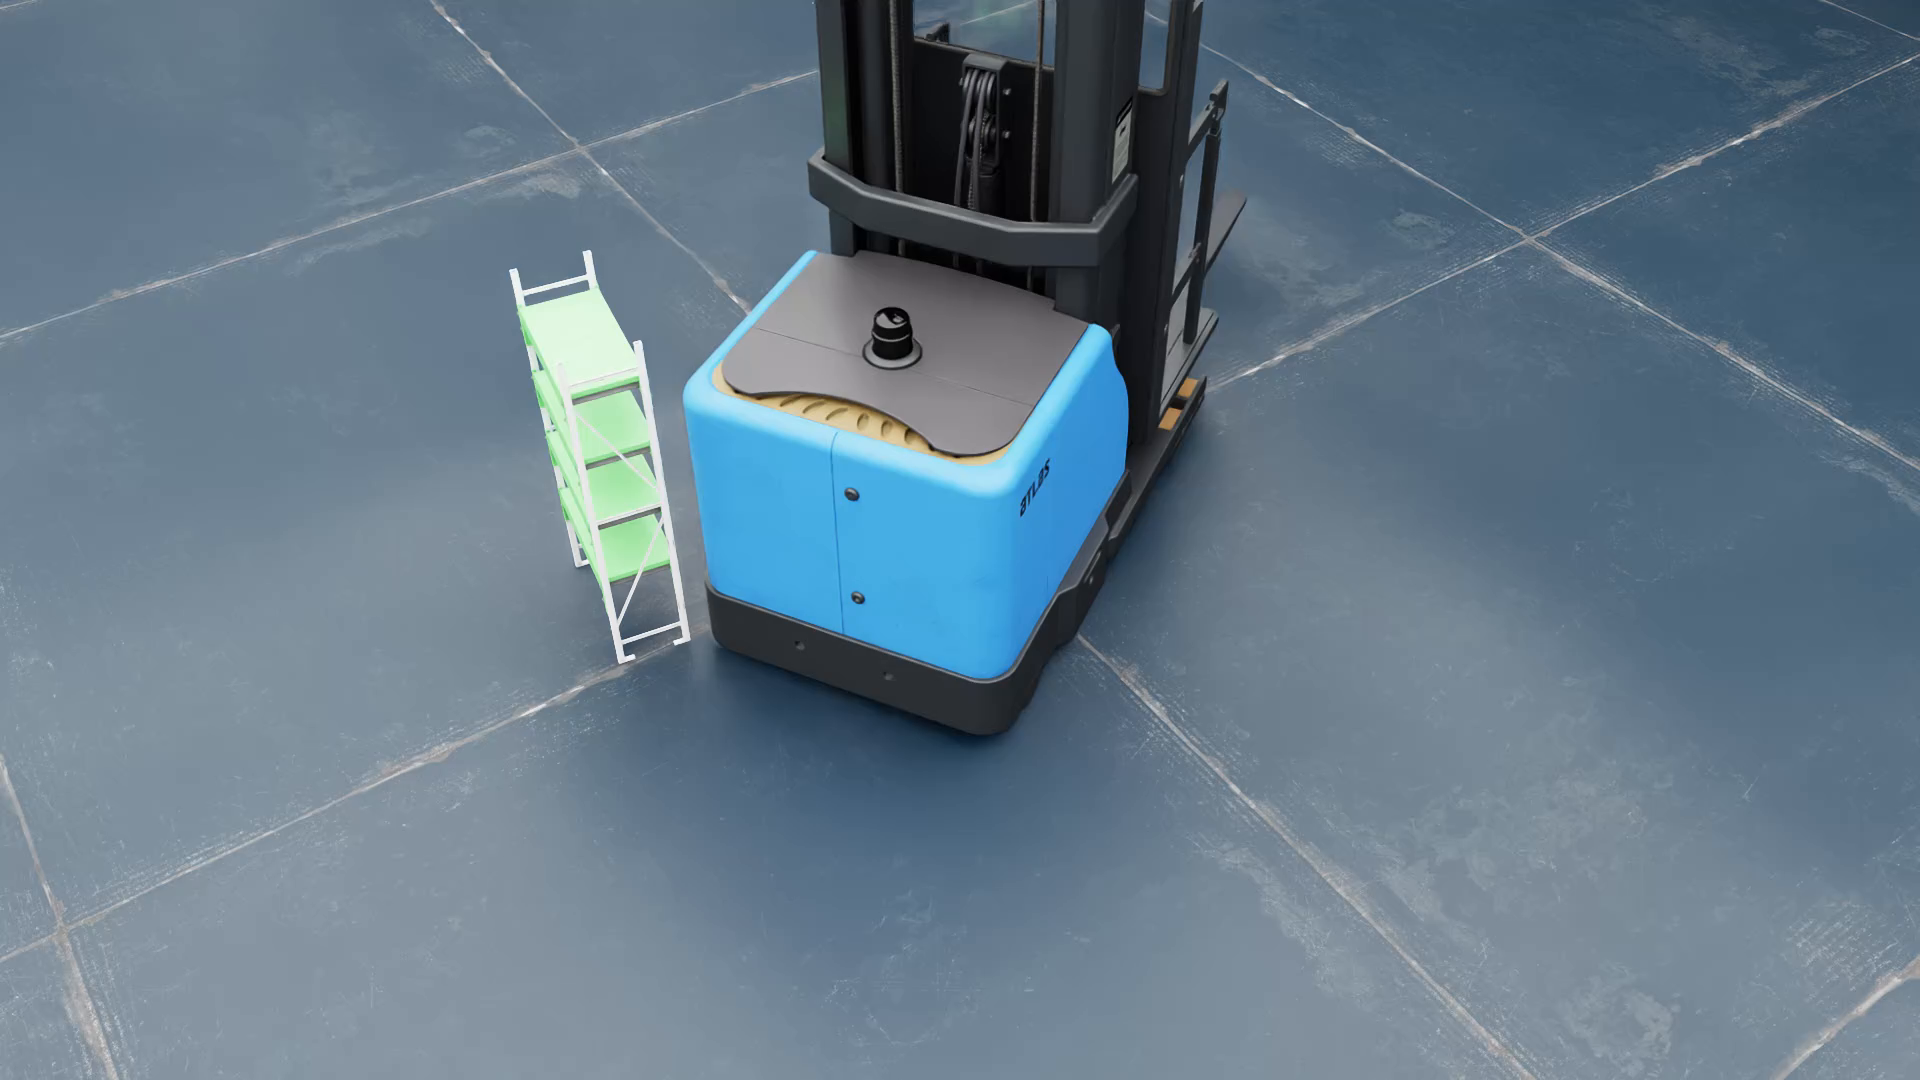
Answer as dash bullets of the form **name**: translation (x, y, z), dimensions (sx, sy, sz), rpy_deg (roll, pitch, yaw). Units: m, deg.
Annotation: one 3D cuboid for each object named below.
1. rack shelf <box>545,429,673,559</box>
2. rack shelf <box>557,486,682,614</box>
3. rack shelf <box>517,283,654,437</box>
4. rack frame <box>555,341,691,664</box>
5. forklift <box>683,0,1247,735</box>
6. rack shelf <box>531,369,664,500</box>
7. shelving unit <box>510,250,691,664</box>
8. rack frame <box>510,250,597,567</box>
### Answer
- **rack shelf**: translation (-1.093, -0.182, 5.165), dimensions (0.258, 0.148, 0.480), rpy_deg (-18, 47, -18)
- **rack shelf**: translation (-1.093, -0.009, 5.330), dimensions (0.258, 0.148, 0.480), rpy_deg (-18, 47, -18)
- **rack shelf**: translation (-1.093, -0.530, 4.833), dimensions (0.258, 0.148, 0.480), rpy_deg (-18, 47, -18)
- **rack frame**: translation (-0.987, -0.077, 4.961), dimensions (0.240, 1.200, 0.015), rpy_deg (-18, 47, -18)
- **forklift**: translation (0.268, -1.496, 5.194), dimensions (1.130, 2.935, 3.031), rpy_deg (17, 46, 17)
- **rack shelf**: translation (-1.093, -0.356, 4.999), dimensions (0.258, 0.148, 0.480), rpy_deg (-18, 47, -18)
- **shelving unit**: translation (-1.093, -0.229, 5.121), dimensions (0.258, 1.200, 0.503), rpy_deg (-18, 47, -18)
- **rack frame**: translation (-1.198, -0.381, 5.280), dimensions (0.240, 1.200, 0.015), rpy_deg (-18, 47, -18)
